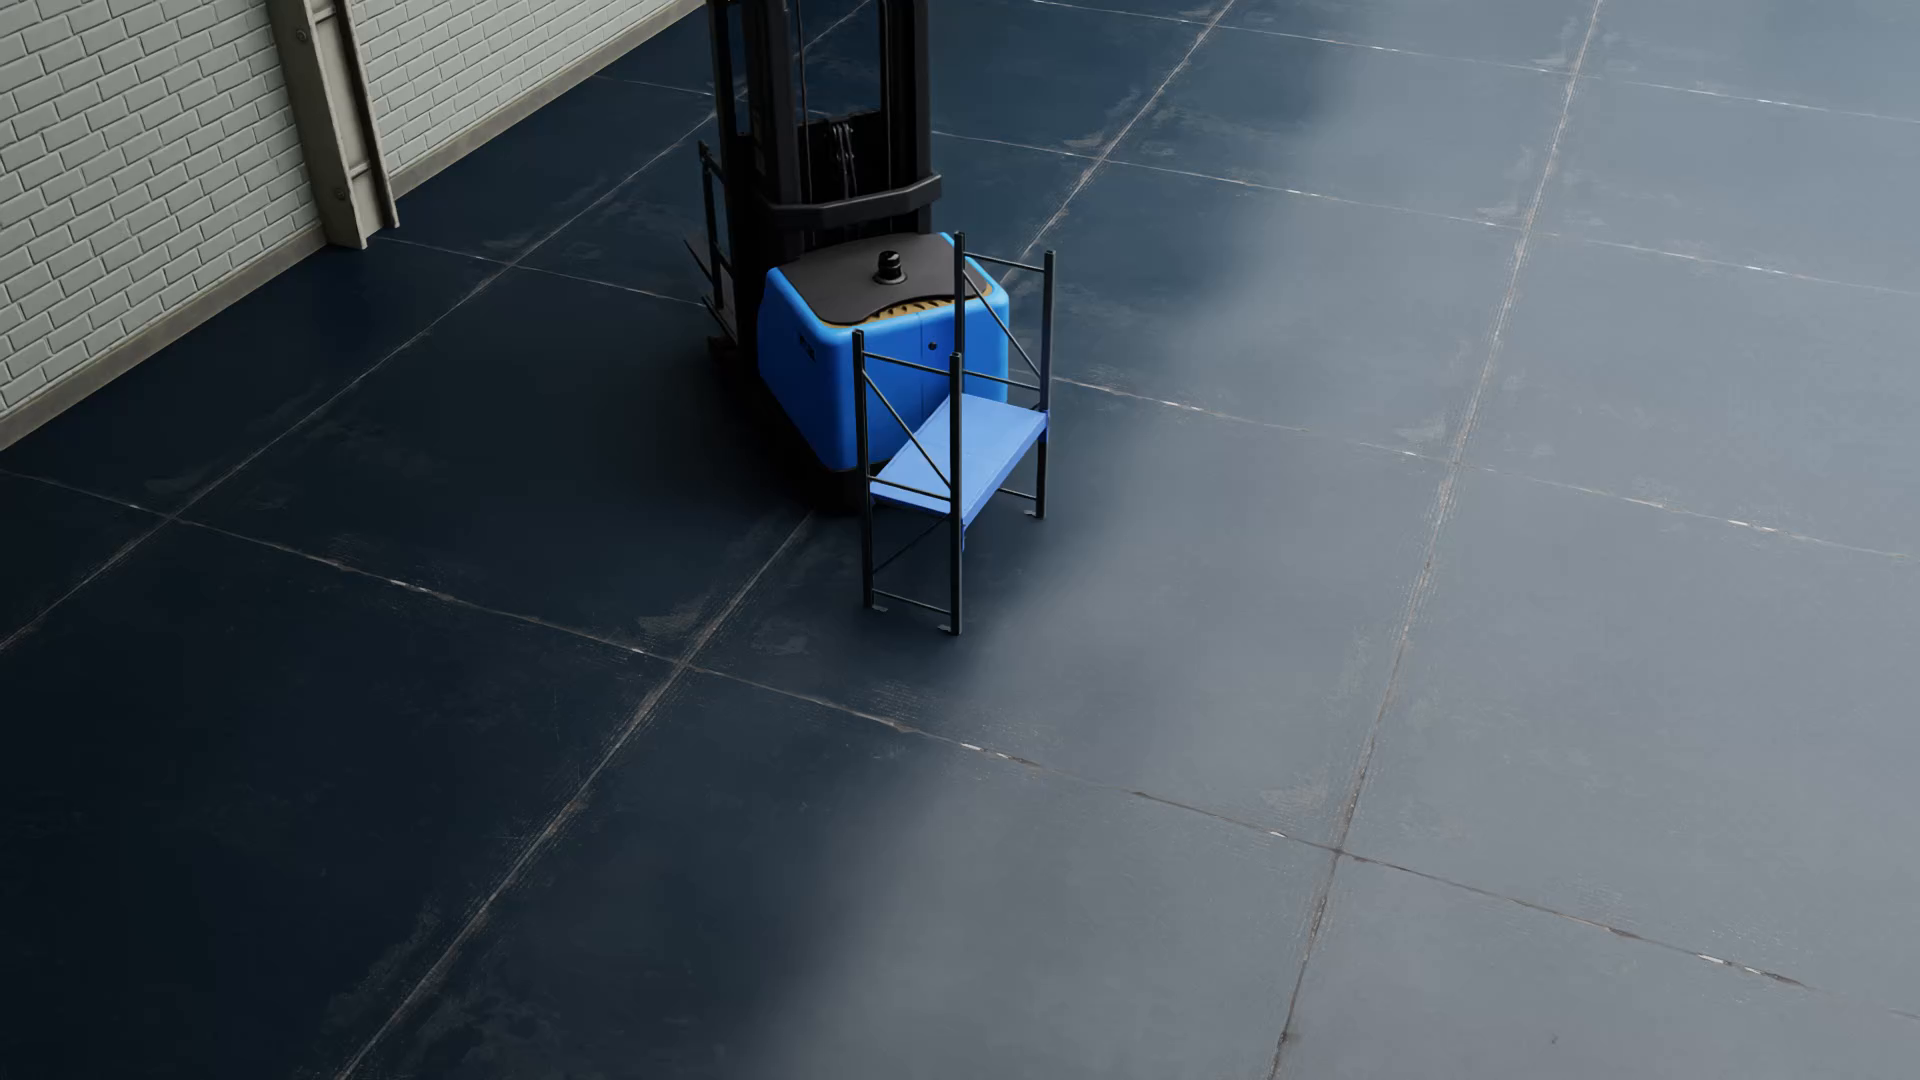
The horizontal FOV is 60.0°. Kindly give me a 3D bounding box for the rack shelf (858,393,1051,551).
[{"bbox_3d":[-0.009,-0.357,7.877,0.538,0.185,1.000,16,40,20],"label":"rack shelf"}]

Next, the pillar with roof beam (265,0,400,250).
[{"bbox_3d":[-0.001,-4.670,7.083,9.100,9.000,0.400,14,39,18],"label":"pillar with roof beam"}]

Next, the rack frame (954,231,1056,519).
[{"bbox_3d":[0.206,-0.777,8.138,0.500,1.500,0.032,16,40,20],"label":"rack frame"}]

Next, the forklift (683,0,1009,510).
[{"bbox_3d":[-0.817,-2.199,8.845,1.130,2.935,3.031,-15,39,-20],"label":"forklift"}]

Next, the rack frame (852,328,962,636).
[{"bbox_3d":[-0.225,-0.225,7.400,0.500,1.500,0.032,16,40,20],"label":"rack frame"}]

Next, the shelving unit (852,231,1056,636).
[{"bbox_3d":[-0.009,-0.501,7.769,0.538,1.500,1.048,16,40,20],"label":"shelving unit"}]
